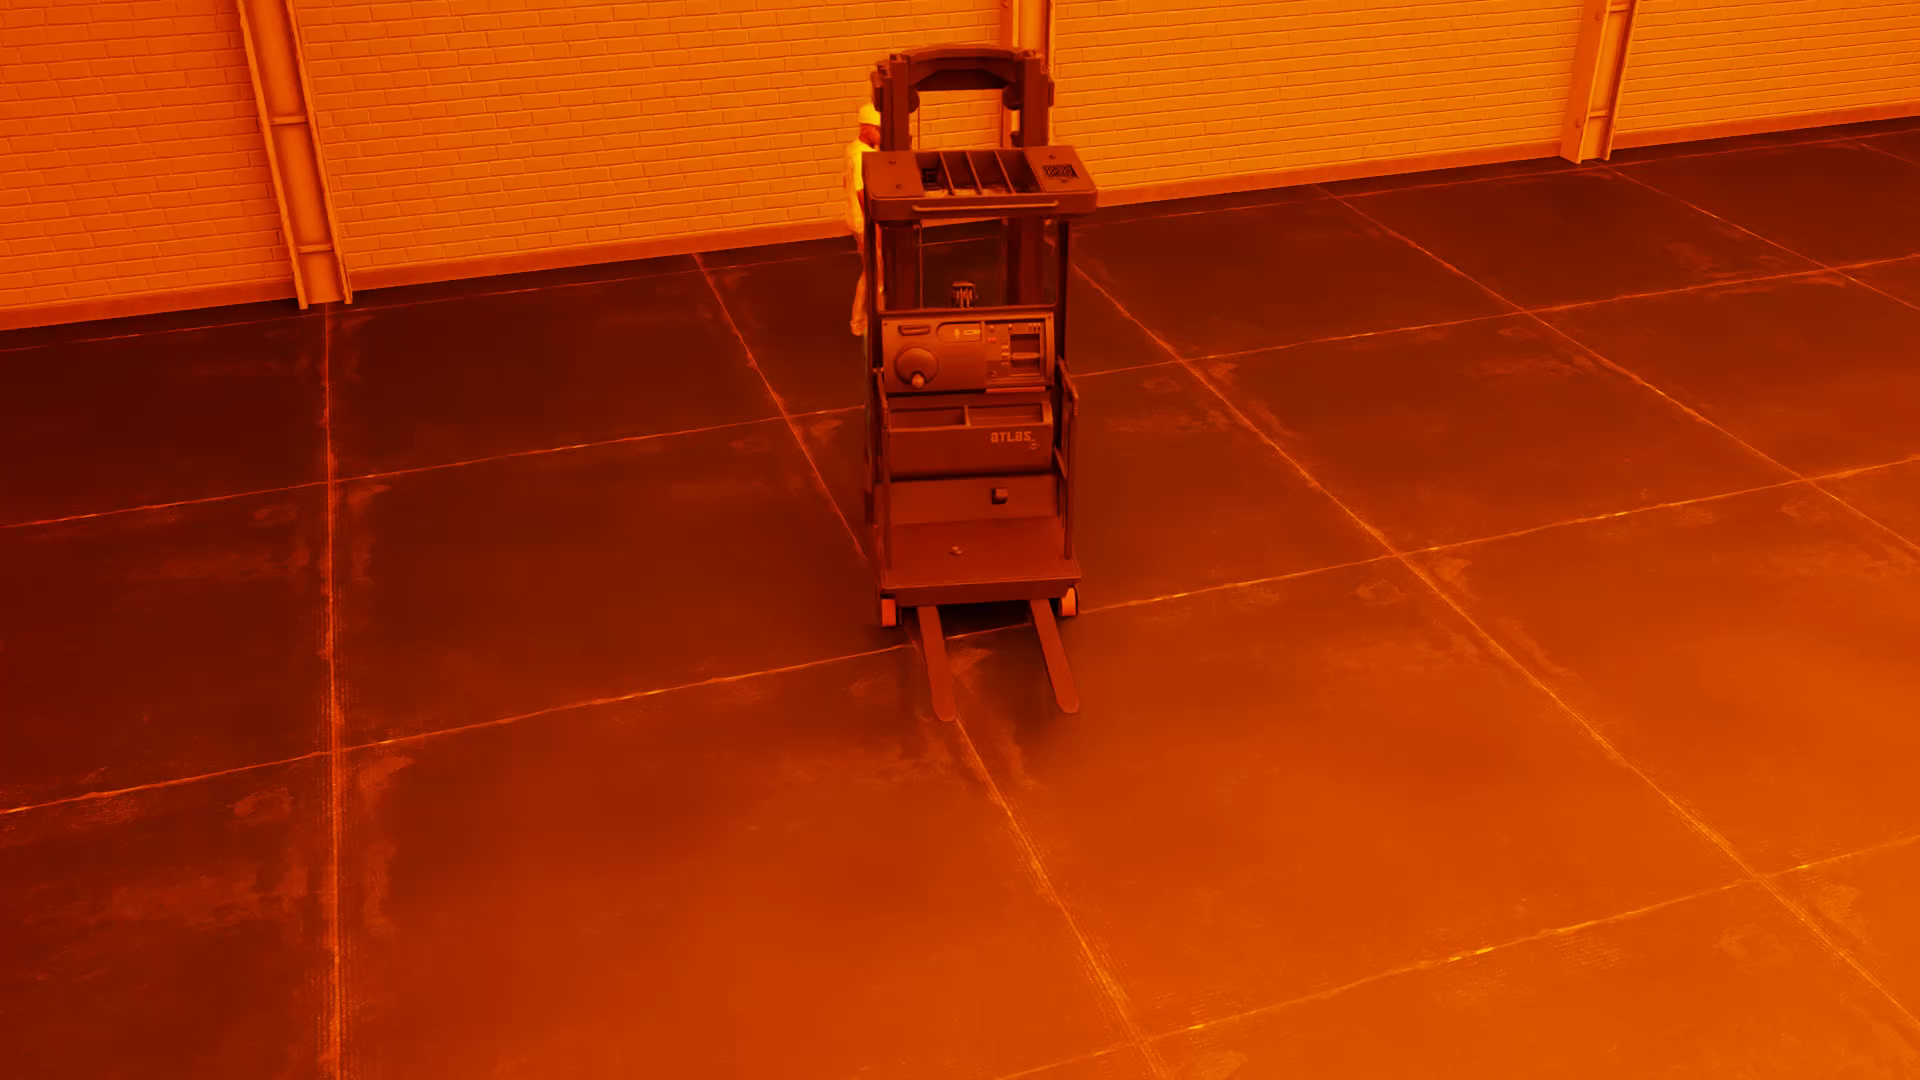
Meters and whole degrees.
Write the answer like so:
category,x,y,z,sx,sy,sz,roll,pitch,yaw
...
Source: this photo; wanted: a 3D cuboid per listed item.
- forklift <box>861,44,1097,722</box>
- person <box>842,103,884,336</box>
category,x,y,z,sx,sy,sz,roll,pitch,yaw
forklift,0.071,-0.968,8.769,1.130,2.935,3.031,-3,30,-5
person,-0.600,-2.354,12.360,0.504,1.755,0.780,-11,32,-18
